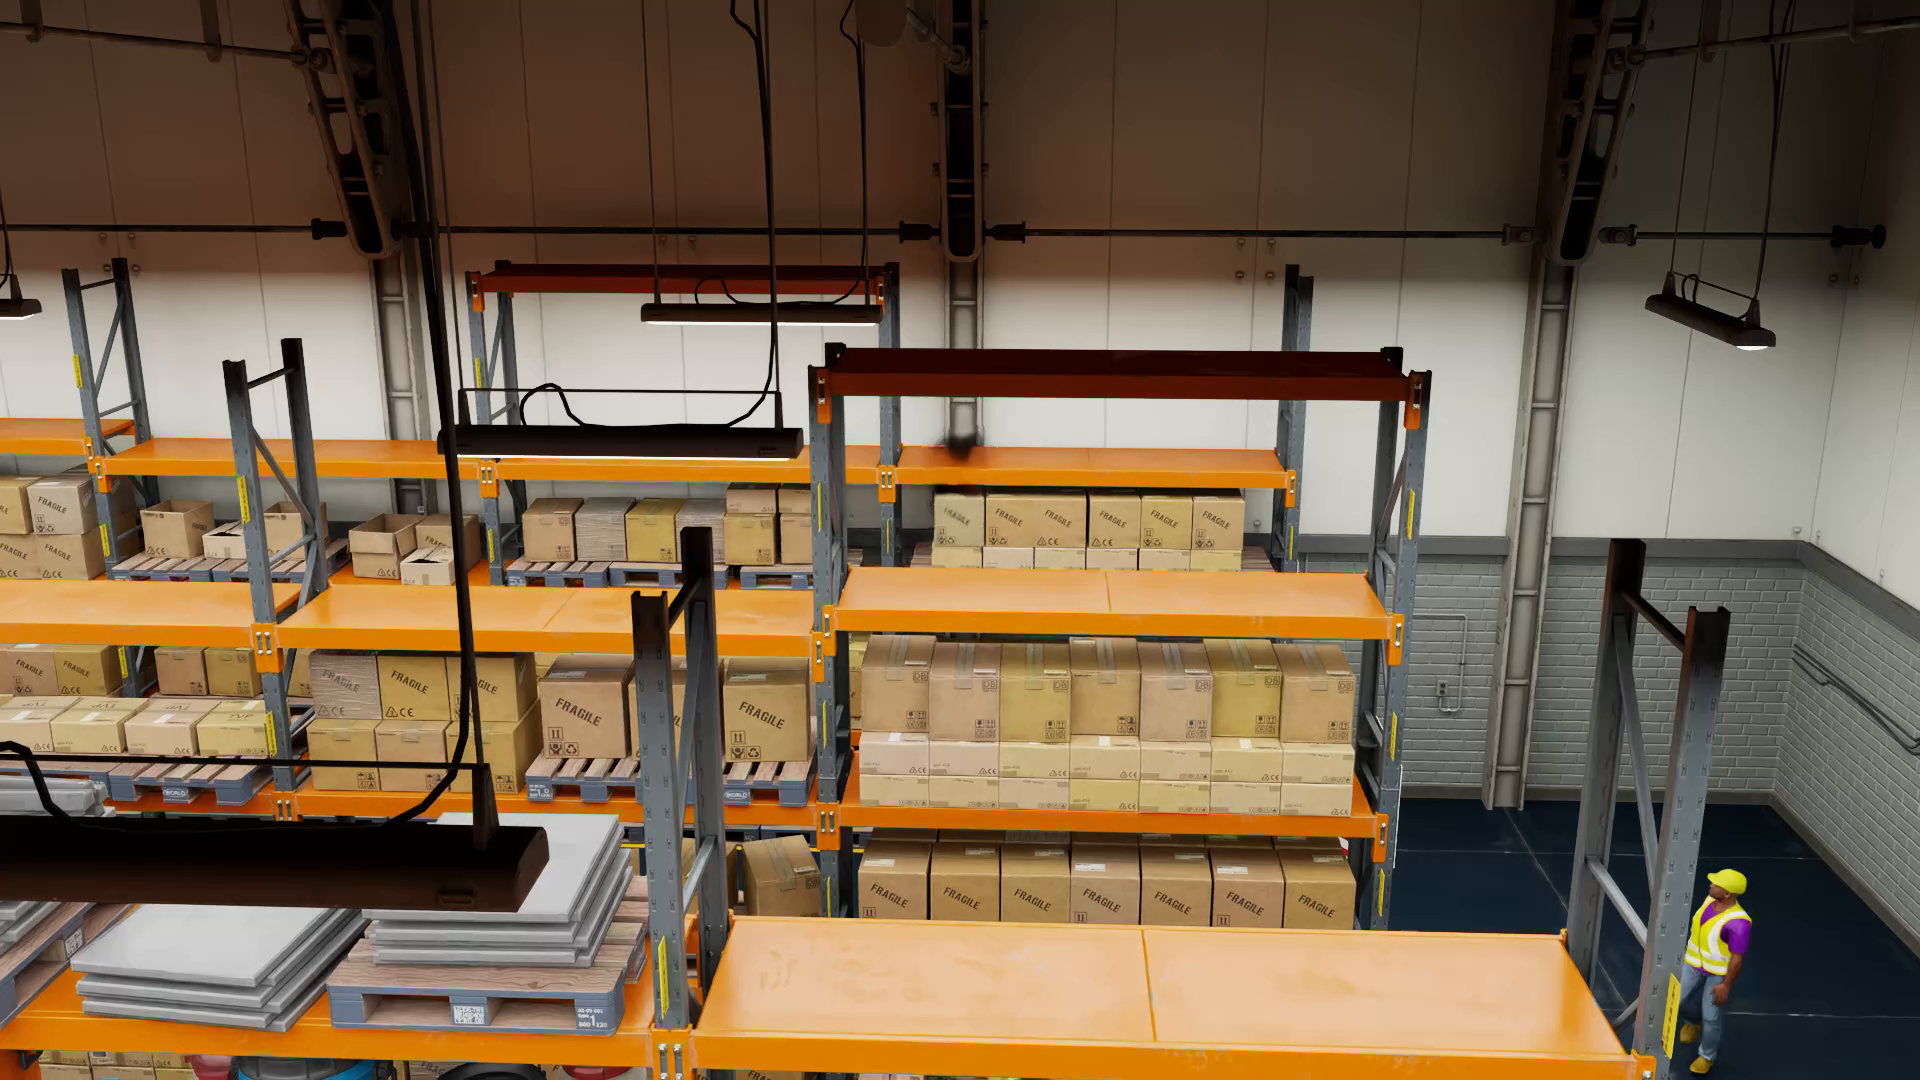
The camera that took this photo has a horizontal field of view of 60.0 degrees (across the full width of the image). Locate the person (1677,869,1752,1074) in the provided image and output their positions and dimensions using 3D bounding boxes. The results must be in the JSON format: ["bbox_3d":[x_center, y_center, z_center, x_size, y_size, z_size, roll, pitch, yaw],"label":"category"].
[{"bbox_3d":[6.108,3.461,13.455,0.554,1.755,0.538,-14,21,-40],"label":"person"}]
